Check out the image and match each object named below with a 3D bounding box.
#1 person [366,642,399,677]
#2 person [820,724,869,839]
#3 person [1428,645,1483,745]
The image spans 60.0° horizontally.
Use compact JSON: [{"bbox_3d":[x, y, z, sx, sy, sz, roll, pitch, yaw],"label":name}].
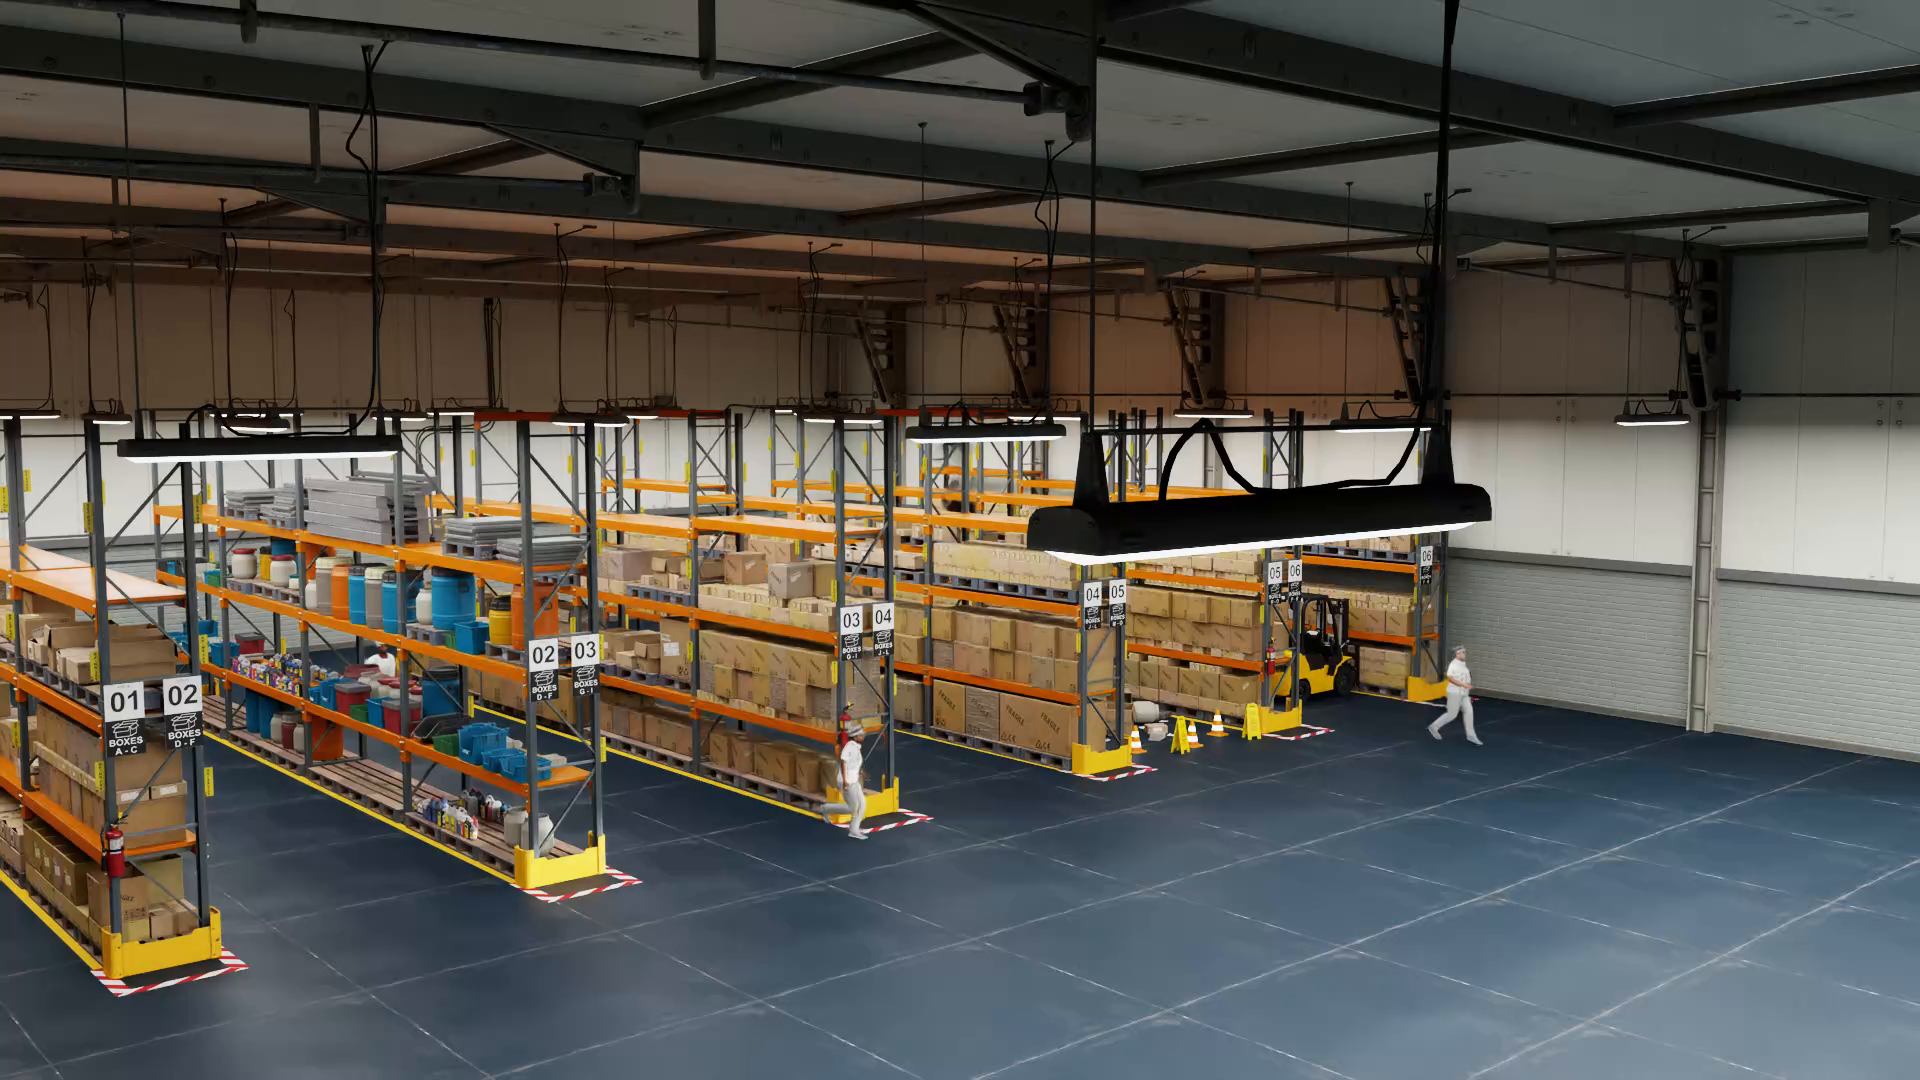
[{"bbox_3d":[-10.822,2.728,31.238,0.791,1.733,0.710,4,7,41],"label":"person"},{"bbox_3d":[-1.650,3.454,23.722,0.684,1.663,0.583,0,5,4],"label":"person"},{"bbox_3d":[9.043,2.792,30.182,0.994,1.785,0.684,4,6,35],"label":"person"}]
